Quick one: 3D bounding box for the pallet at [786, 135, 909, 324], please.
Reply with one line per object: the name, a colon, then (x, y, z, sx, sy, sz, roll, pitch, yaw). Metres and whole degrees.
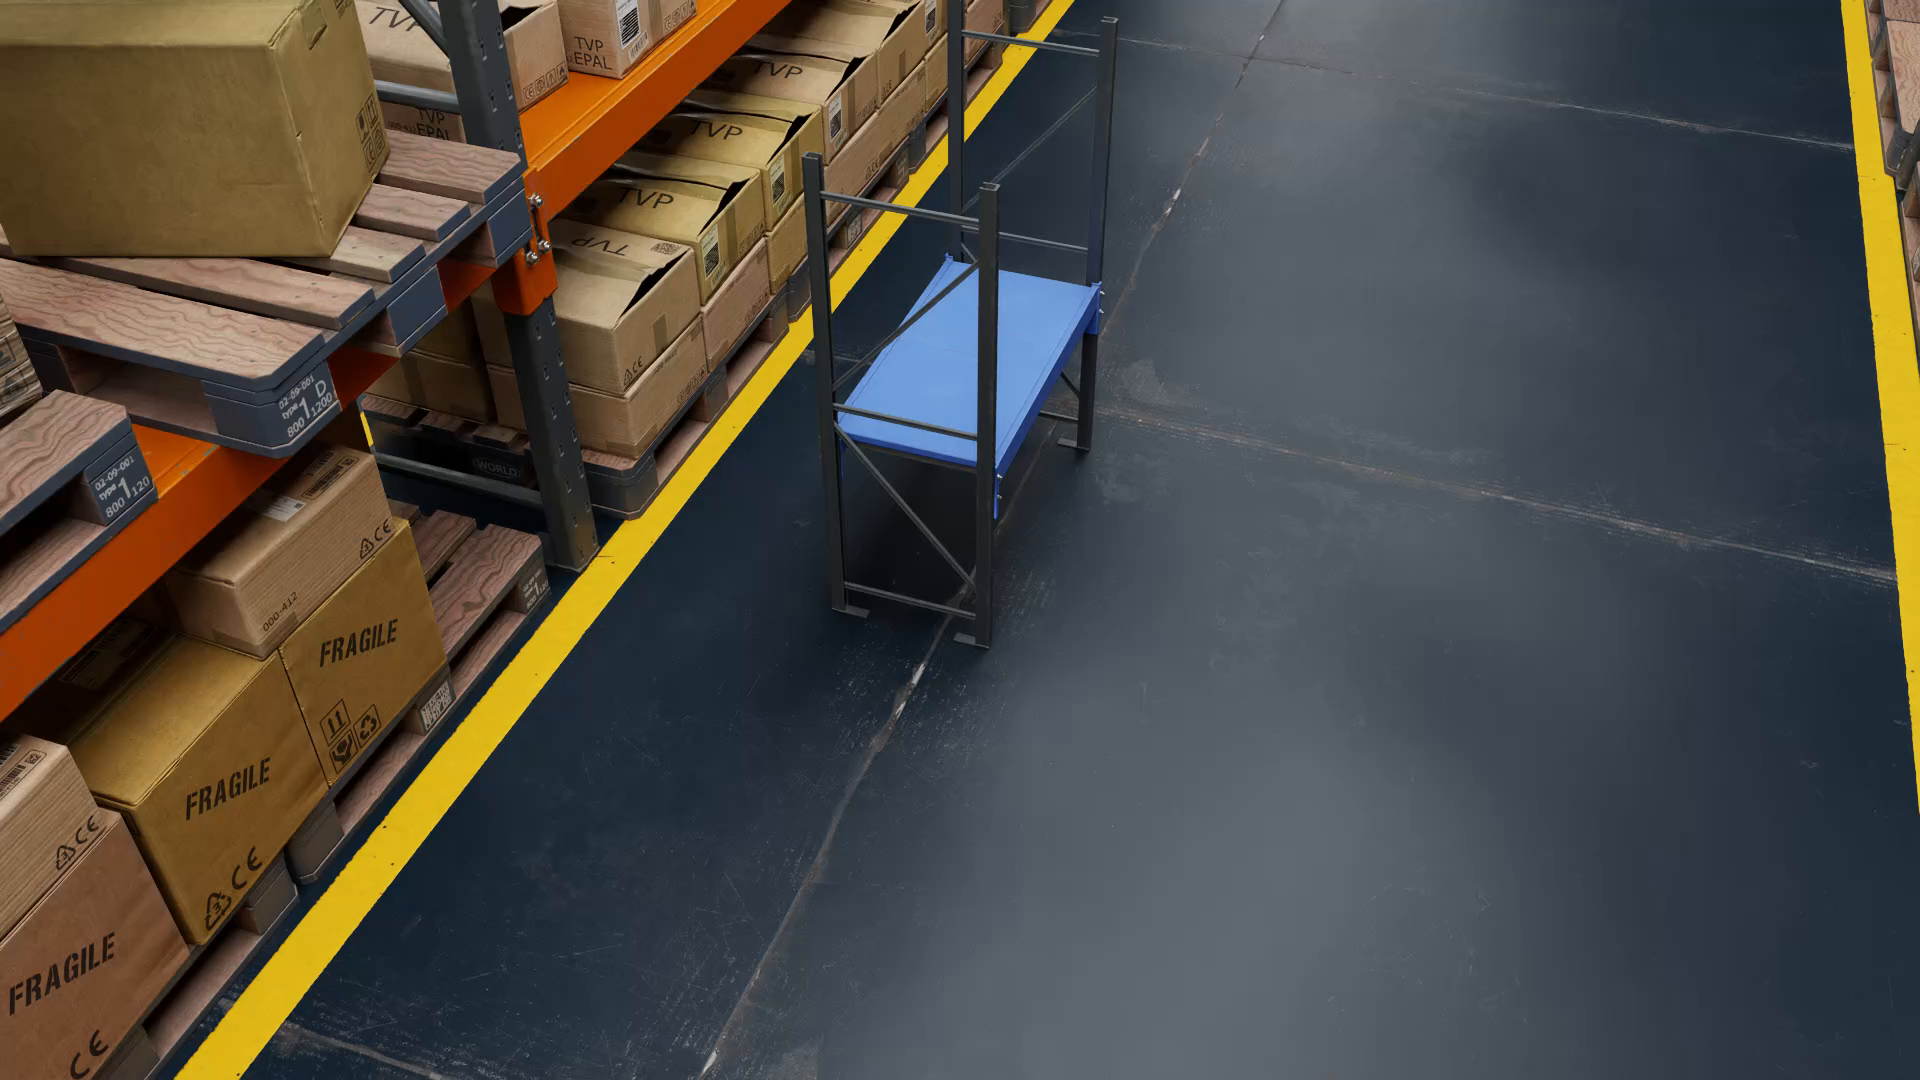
pallet: (-0.880, -1.355, 6.676, 1.003, 0.211, 1.213, 13, 42, 15)

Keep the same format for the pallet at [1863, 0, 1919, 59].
pallet: (5.019, -2.627, 8.166, 1.003, 0.211, 1.213, 13, 42, 15)

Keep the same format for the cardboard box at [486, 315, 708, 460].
cardboard box: (-1.162, -0.549, 5.377, 0.500, 0.250, 0.500, 13, 42, 15)

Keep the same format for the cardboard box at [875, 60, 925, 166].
cardboard box: (-0.468, -1.797, 6.840, 0.500, 0.250, 0.500, 14, 42, 16)

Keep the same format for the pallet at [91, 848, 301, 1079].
pallet: (-2.327, 1.069, 3.835, 1.003, 0.211, 1.213, 13, 42, 15)

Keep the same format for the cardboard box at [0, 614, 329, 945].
cardboard box: (-1.894, 0.541, 3.892, 0.500, 0.500, 0.500, 12, 42, 14)

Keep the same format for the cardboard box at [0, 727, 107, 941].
cardboard box: (-2.077, 0.600, 3.245, 0.500, 0.250, 0.500, 13, 42, 14)

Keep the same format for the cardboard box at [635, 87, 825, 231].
cardboard box: (-0.814, -1.395, 5.937, 0.500, 0.311, 0.500, 12, 42, 14)

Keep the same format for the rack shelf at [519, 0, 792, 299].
rack shelf: (-0.933, -2.127, 5.986, 1.077, 0.370, 4.000, 13, 42, 15)

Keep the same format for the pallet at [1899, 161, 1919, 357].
pallet: (4.142, -0.987, 6.245, 1.003, 0.211, 1.213, 13, 42, 15)

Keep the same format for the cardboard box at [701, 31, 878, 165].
cardboard box: (-0.638, -1.709, 6.305, 0.500, 0.311, 0.500, 13, 42, 15)

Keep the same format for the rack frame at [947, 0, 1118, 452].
rack frame: (0.203, -0.933, 5.188, 0.500, 1.500, 0.032, 13, 42, 15)

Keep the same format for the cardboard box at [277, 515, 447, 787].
cardboard box: (-1.716, 0.225, 4.262, 0.500, 0.500, 0.500, 15, 43, 17)

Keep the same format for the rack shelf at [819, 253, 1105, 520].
rack shelf: (0.029, -0.486, 4.941, 0.538, 0.185, 1.000, 13, 42, 15)

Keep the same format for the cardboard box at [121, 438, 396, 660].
cardboard box: (-1.732, -0.025, 3.977, 0.500, 0.250, 0.500, 15, 43, 17)

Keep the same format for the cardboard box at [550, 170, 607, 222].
cardboard box: (-1.498, -1.200, 5.709, 0.500, 0.311, 0.500, 13, 42, 14)

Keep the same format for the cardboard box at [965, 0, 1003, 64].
cardboard box: (-0.119, -2.417, 7.567, 0.500, 0.250, 0.500, 13, 42, 15)

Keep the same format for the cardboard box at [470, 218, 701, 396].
cardboard box: (-1.162, -0.762, 5.195, 0.500, 0.311, 0.500, 15, 43, 17)

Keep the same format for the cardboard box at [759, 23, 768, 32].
cardboard box: (-0.977, -2.131, 6.799, 0.500, 0.311, 0.500, 12, 42, 14)

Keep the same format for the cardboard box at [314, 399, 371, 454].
cardboard box: (-2.041, -0.183, 4.740, 0.500, 0.500, 0.500, 15, 43, 17)

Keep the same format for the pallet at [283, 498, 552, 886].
pallet: (-1.908, 0.327, 4.704, 1.003, 0.211, 1.213, 13, 42, 15)

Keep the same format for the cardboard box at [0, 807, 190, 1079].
cardboard box: (-2.067, 0.862, 3.515, 0.500, 0.500, 0.500, 12, 42, 13)

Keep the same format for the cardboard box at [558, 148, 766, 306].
cardboard box: (-0.990, -1.084, 5.573, 0.500, 0.311, 0.500, 12, 42, 14)

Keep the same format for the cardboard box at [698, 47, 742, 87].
cardboard box: (-1.149, -1.813, 6.427, 0.500, 0.311, 0.500, 14, 43, 16)

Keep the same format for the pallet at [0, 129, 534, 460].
pallet: (-1.783, -0.679, 3.882, 1.213, 0.211, 1.003, 13, 42, 15)

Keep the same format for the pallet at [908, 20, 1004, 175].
pallet: (-0.464, -2.102, 7.551, 1.003, 0.211, 1.213, 13, 42, 15)

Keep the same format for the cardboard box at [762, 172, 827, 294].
cardboard box: (-0.819, -1.174, 6.110, 0.500, 0.250, 0.500, 12, 42, 14)

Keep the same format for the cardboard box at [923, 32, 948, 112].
cardboard box: (-0.293, -2.109, 7.206, 0.500, 0.250, 0.500, 13, 42, 14)

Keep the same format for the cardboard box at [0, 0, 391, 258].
cardboard box: (-1.726, -0.970, 3.675, 0.700, 0.500, 0.500, 0, 40, 0)

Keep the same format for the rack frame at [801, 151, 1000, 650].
rack frame: (-0.145, -0.313, 4.461, 0.500, 1.500, 0.032, 13, 42, 15)

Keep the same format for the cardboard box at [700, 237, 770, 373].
cardboard box: (-0.991, -0.856, 5.737, 0.500, 0.250, 0.500, 12, 42, 14)

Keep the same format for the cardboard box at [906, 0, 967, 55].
cardboard box: (-0.290, -2.318, 7.019, 0.500, 0.311, 0.500, 14, 43, 16)

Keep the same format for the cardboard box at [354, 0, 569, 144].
cardboard box: (-1.452, -1.359, 4.601, 0.500, 0.311, 0.500, 16, 43, 18)

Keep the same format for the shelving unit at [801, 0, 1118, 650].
shelving unit: (0.029, -0.623, 4.824, 0.538, 1.500, 1.048, 13, 42, 15)

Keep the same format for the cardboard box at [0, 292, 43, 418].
cardboard box: (-2.219, -0.454, 3.071, 0.700, 0.500, 0.500, 21, 45, 23)

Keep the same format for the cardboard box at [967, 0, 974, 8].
cardboard box: (-0.118, -2.637, 7.393, 0.500, 0.311, 0.500, 13, 42, 15)

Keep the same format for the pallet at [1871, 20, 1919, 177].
pallet: (4.604, -1.880, 7.291, 1.003, 0.211, 1.213, 13, 42, 15)

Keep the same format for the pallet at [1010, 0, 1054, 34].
pallet: (0.062, -3.036, 8.645, 1.003, 0.211, 1.213, 13, 42, 15)

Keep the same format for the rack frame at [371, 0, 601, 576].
rack frame: (-1.617, -1.181, 4.323, 1.000, 3.000, 0.127, 13, 42, 15)

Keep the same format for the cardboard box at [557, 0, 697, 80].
cardboard box: (-1.129, -1.649, 4.941, 0.500, 0.311, 0.500, 13, 42, 15)

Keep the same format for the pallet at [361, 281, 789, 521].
pallet: (-1.299, -0.613, 5.806, 1.003, 0.211, 1.213, 13, 42, 15)

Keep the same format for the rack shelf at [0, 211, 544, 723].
rack shelf: (-2.301, 0.313, 3.127, 1.077, 0.370, 4.000, 13, 42, 15)

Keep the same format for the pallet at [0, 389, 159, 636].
pallet: (-2.278, 0.079, 2.994, 1.003, 0.211, 1.213, 13, 42, 15)

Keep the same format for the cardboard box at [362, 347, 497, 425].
cardboard box: (-1.666, -0.670, 5.519, 0.500, 0.250, 0.500, 14, 42, 16)

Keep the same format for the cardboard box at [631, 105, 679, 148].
cardboard box: (-1.322, -1.508, 6.069, 0.500, 0.311, 0.500, 13, 42, 15)

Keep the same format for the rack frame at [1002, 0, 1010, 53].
rack frame: (-0.249, -3.621, 7.183, 1.000, 3.000, 0.127, 13, 42, 15)

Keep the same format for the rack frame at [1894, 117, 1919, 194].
rack frame: (4.407, -2.523, 5.897, 1.000, 3.000, 0.127, 13, 42, 15)

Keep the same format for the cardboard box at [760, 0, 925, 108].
cardboard box: (-0.463, -2.014, 6.663, 0.500, 0.311, 0.500, 13, 42, 15)

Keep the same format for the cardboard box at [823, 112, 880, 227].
cardboard box: (-0.643, -1.487, 6.476, 0.500, 0.250, 0.500, 14, 42, 16)

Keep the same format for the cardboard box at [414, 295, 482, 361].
cardboard box: (-1.669, -0.882, 5.336, 0.500, 0.311, 0.500, 14, 43, 16)
